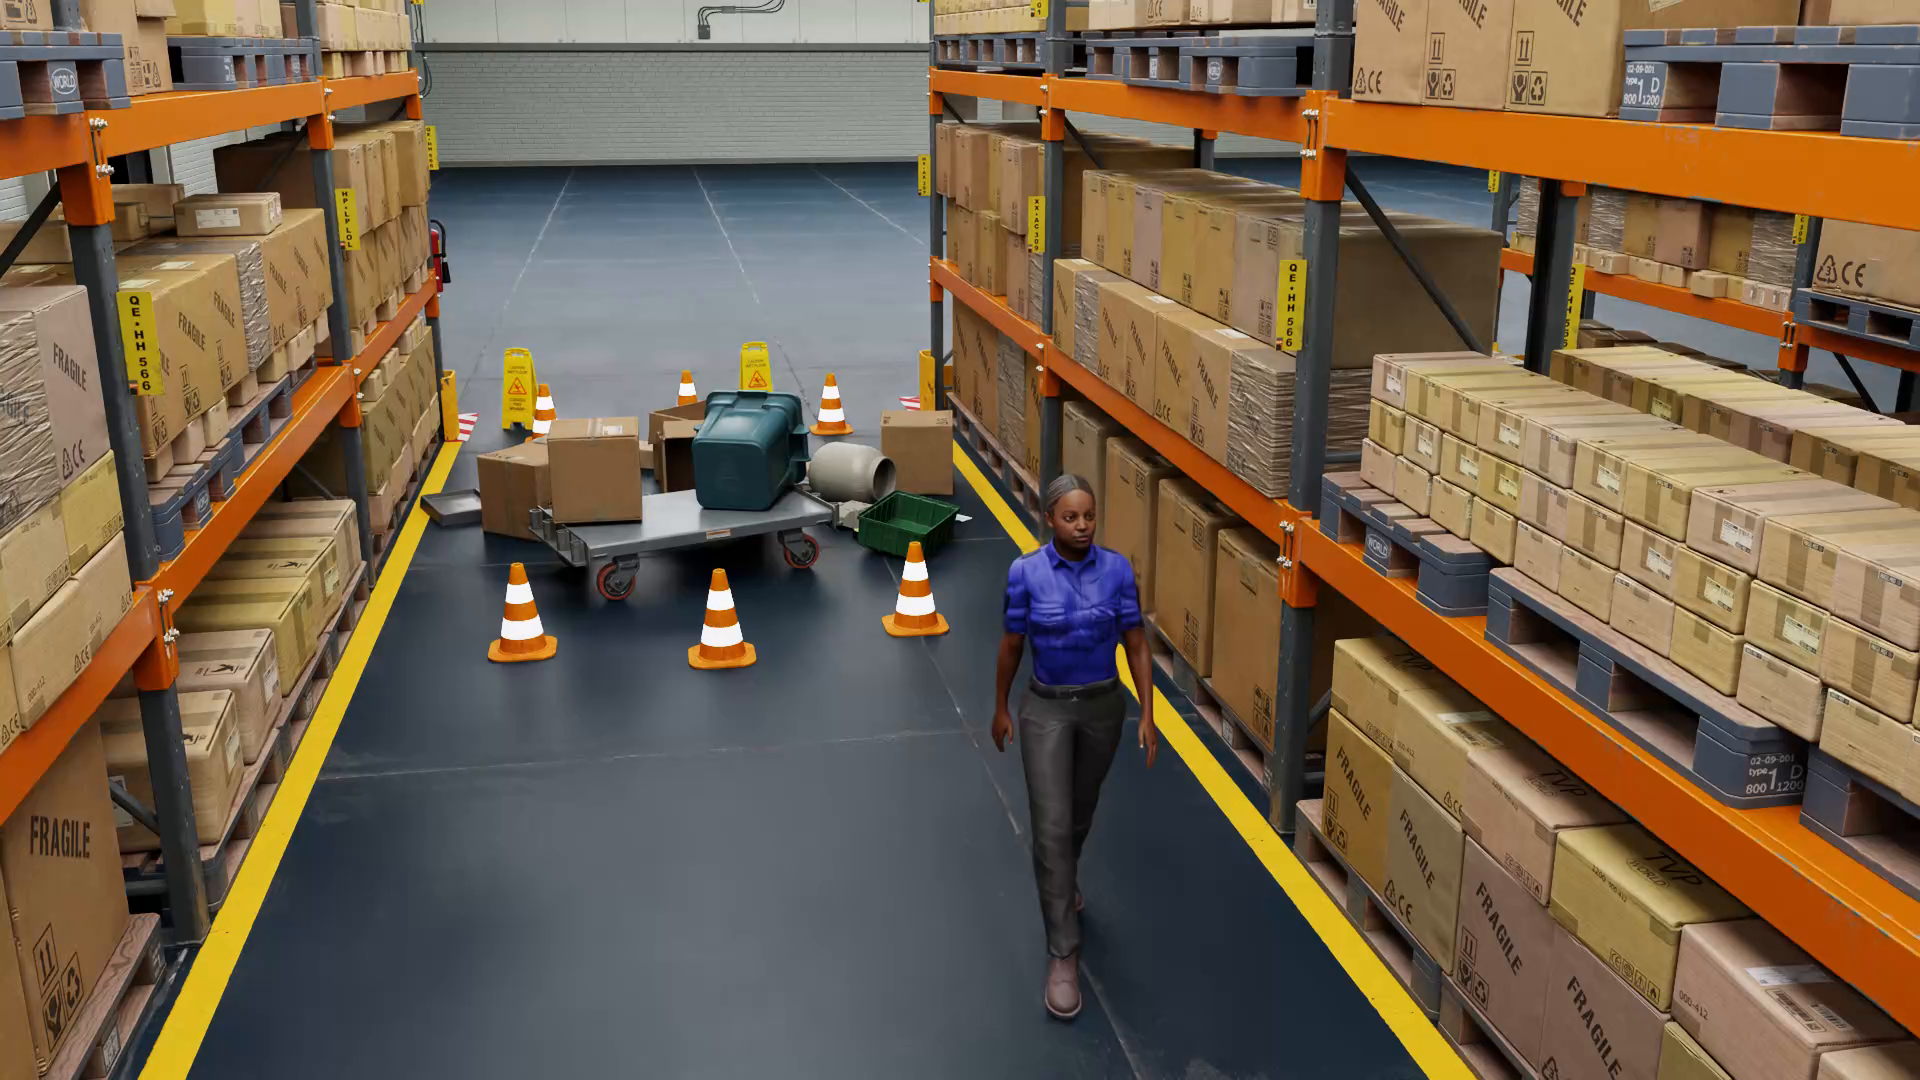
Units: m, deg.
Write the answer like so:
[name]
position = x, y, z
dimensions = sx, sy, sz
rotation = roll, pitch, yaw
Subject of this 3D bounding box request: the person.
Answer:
[person]
position = 0.395, 0.611, 5.471
dimensions = 0.485, 1.620, 0.872
rotation = -4, 17, -12
